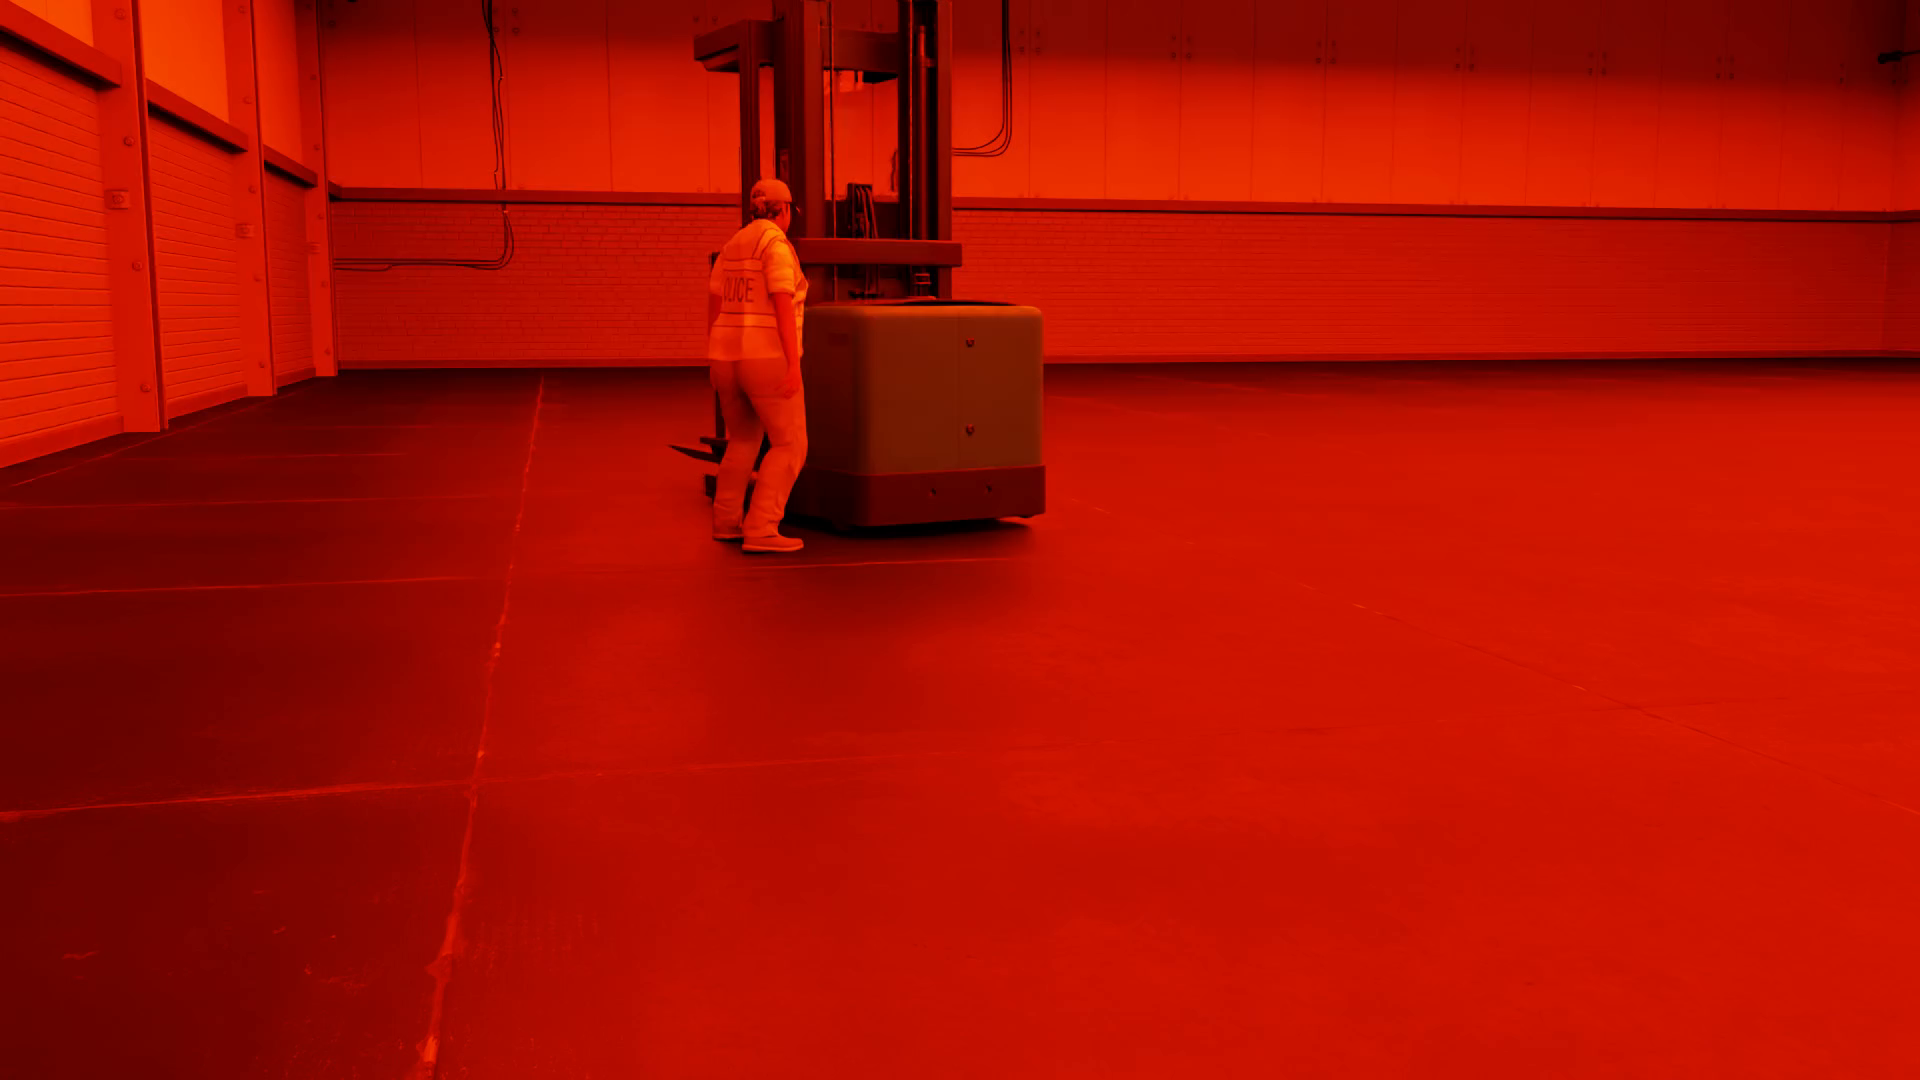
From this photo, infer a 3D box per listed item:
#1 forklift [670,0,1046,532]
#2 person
[{"bbox_3d":[-0.748,-1.656,8.960,1.130,2.935,3.031,-5,9,-29],"label":"forklift"},{"bbox_3d":[-0.894,-0.779,7.407,0.466,1.639,0.796,-7,11,-42],"label":"person"}]
